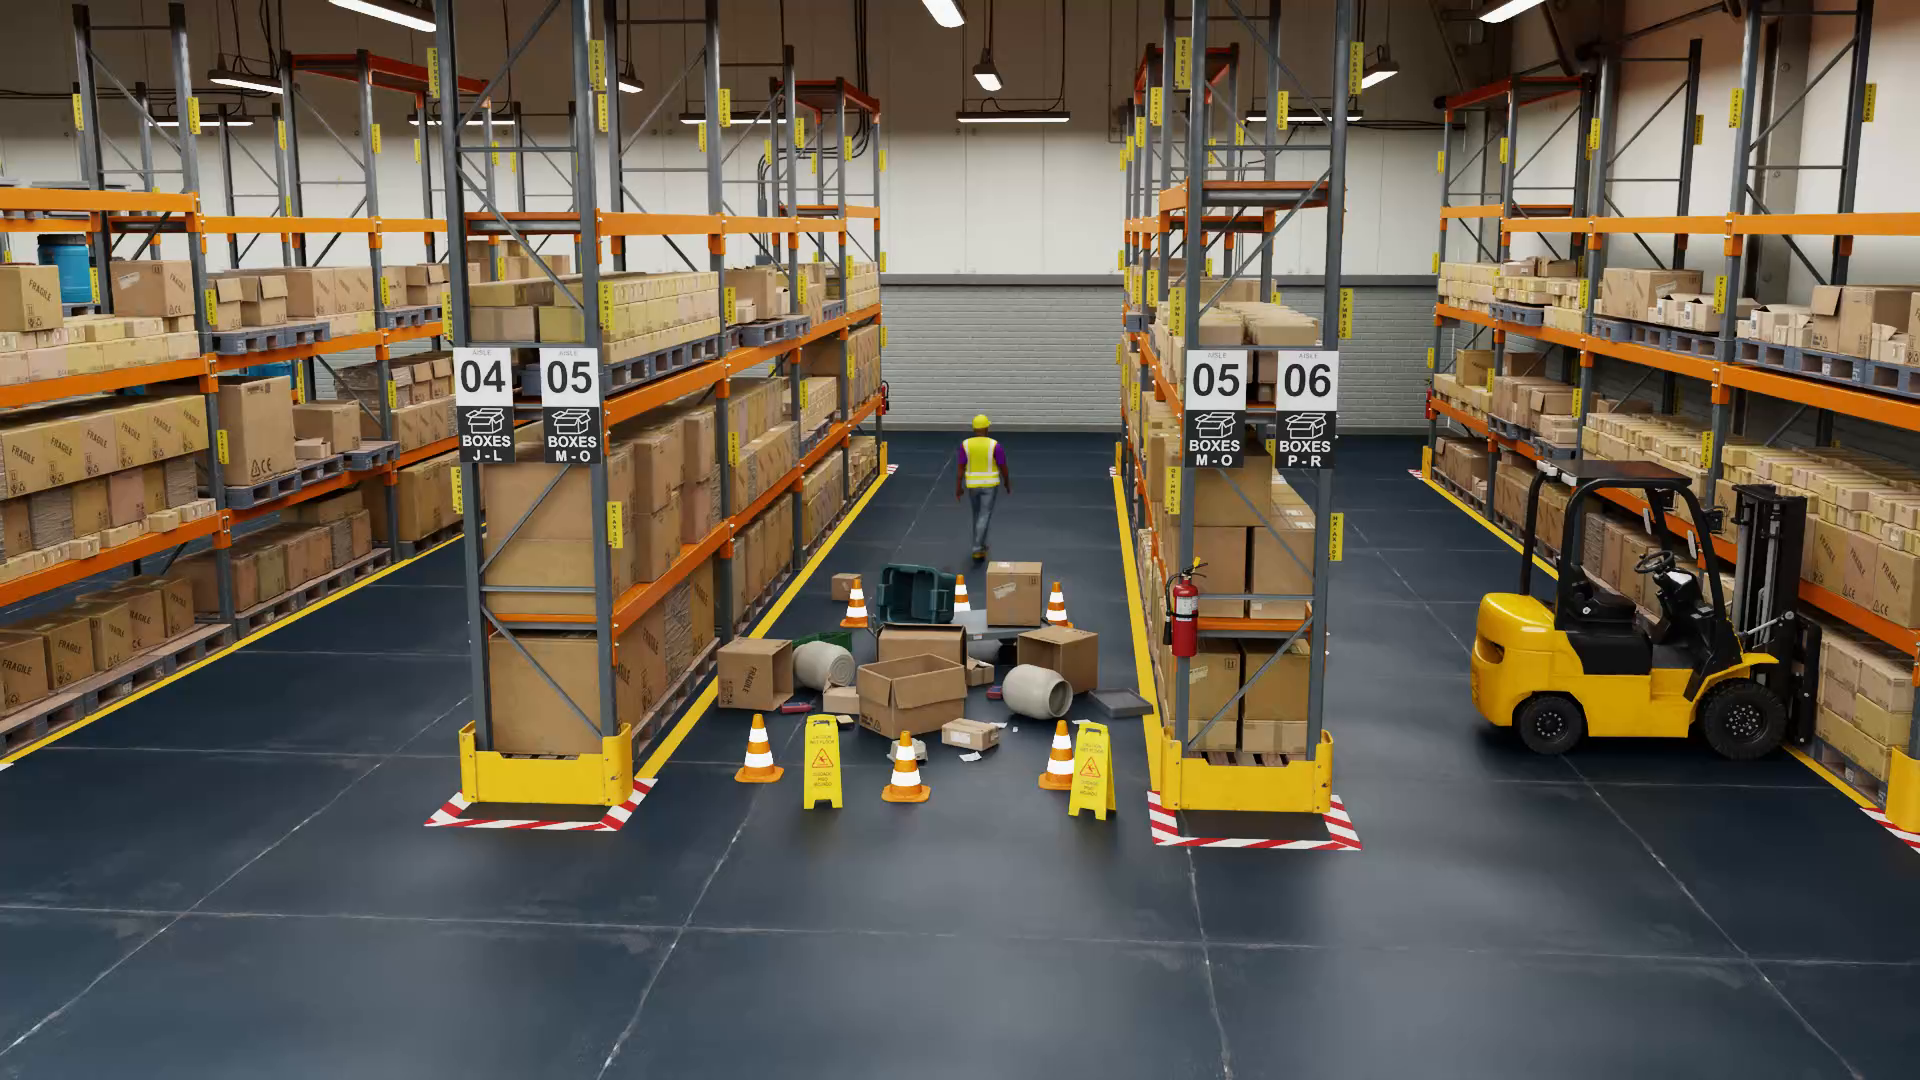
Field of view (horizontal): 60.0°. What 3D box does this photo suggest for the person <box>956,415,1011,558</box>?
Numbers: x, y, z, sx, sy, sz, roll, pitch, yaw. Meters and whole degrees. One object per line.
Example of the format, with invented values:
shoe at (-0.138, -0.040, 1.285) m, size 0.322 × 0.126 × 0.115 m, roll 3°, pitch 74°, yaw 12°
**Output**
person at (0.311, -0.686, 20.430) m, size 0.613 × 1.732 × 0.929 m, roll 4°, pitch 11°, yaw 19°
